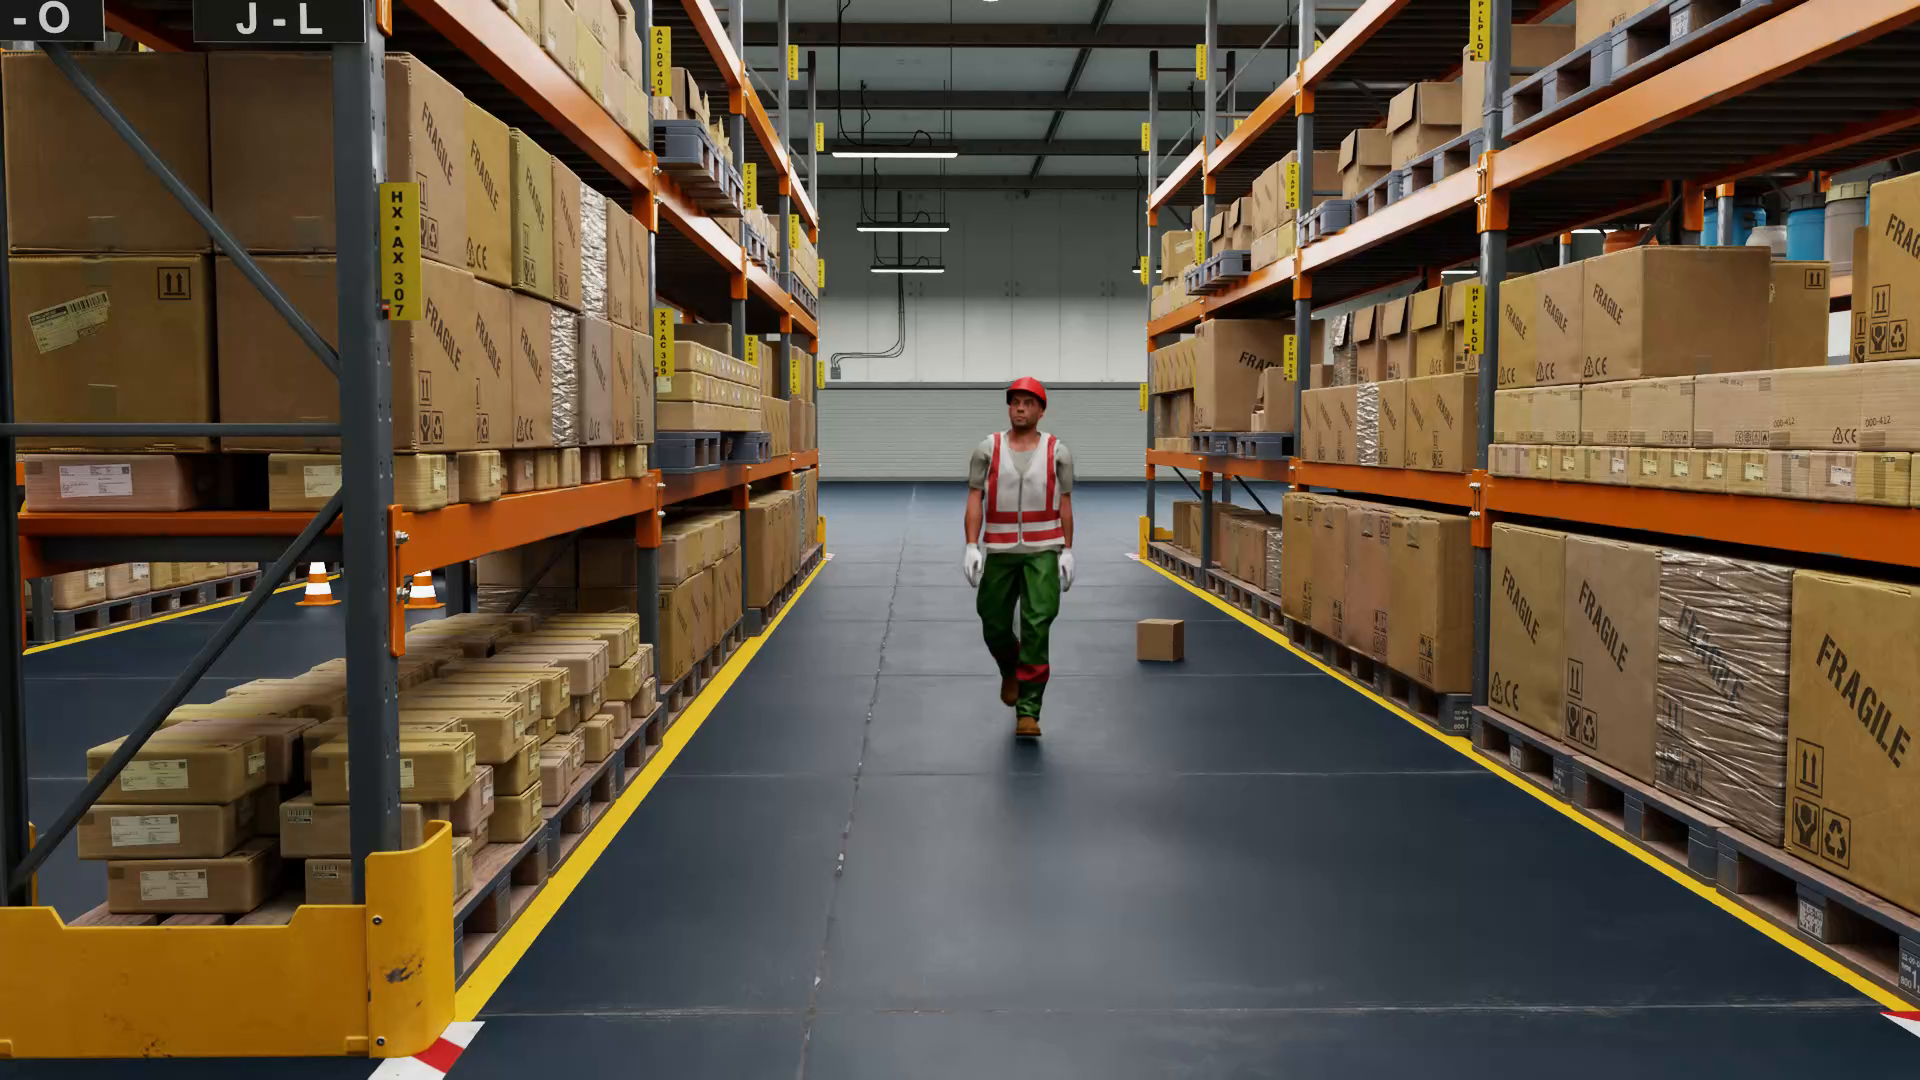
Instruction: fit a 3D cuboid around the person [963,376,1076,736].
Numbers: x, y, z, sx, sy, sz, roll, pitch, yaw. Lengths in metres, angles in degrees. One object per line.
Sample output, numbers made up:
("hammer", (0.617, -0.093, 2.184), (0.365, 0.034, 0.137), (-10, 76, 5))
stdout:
("person", (0.301, 0.064, 8.351), (0.560, 1.768, 0.838), (0, 4, 6))
